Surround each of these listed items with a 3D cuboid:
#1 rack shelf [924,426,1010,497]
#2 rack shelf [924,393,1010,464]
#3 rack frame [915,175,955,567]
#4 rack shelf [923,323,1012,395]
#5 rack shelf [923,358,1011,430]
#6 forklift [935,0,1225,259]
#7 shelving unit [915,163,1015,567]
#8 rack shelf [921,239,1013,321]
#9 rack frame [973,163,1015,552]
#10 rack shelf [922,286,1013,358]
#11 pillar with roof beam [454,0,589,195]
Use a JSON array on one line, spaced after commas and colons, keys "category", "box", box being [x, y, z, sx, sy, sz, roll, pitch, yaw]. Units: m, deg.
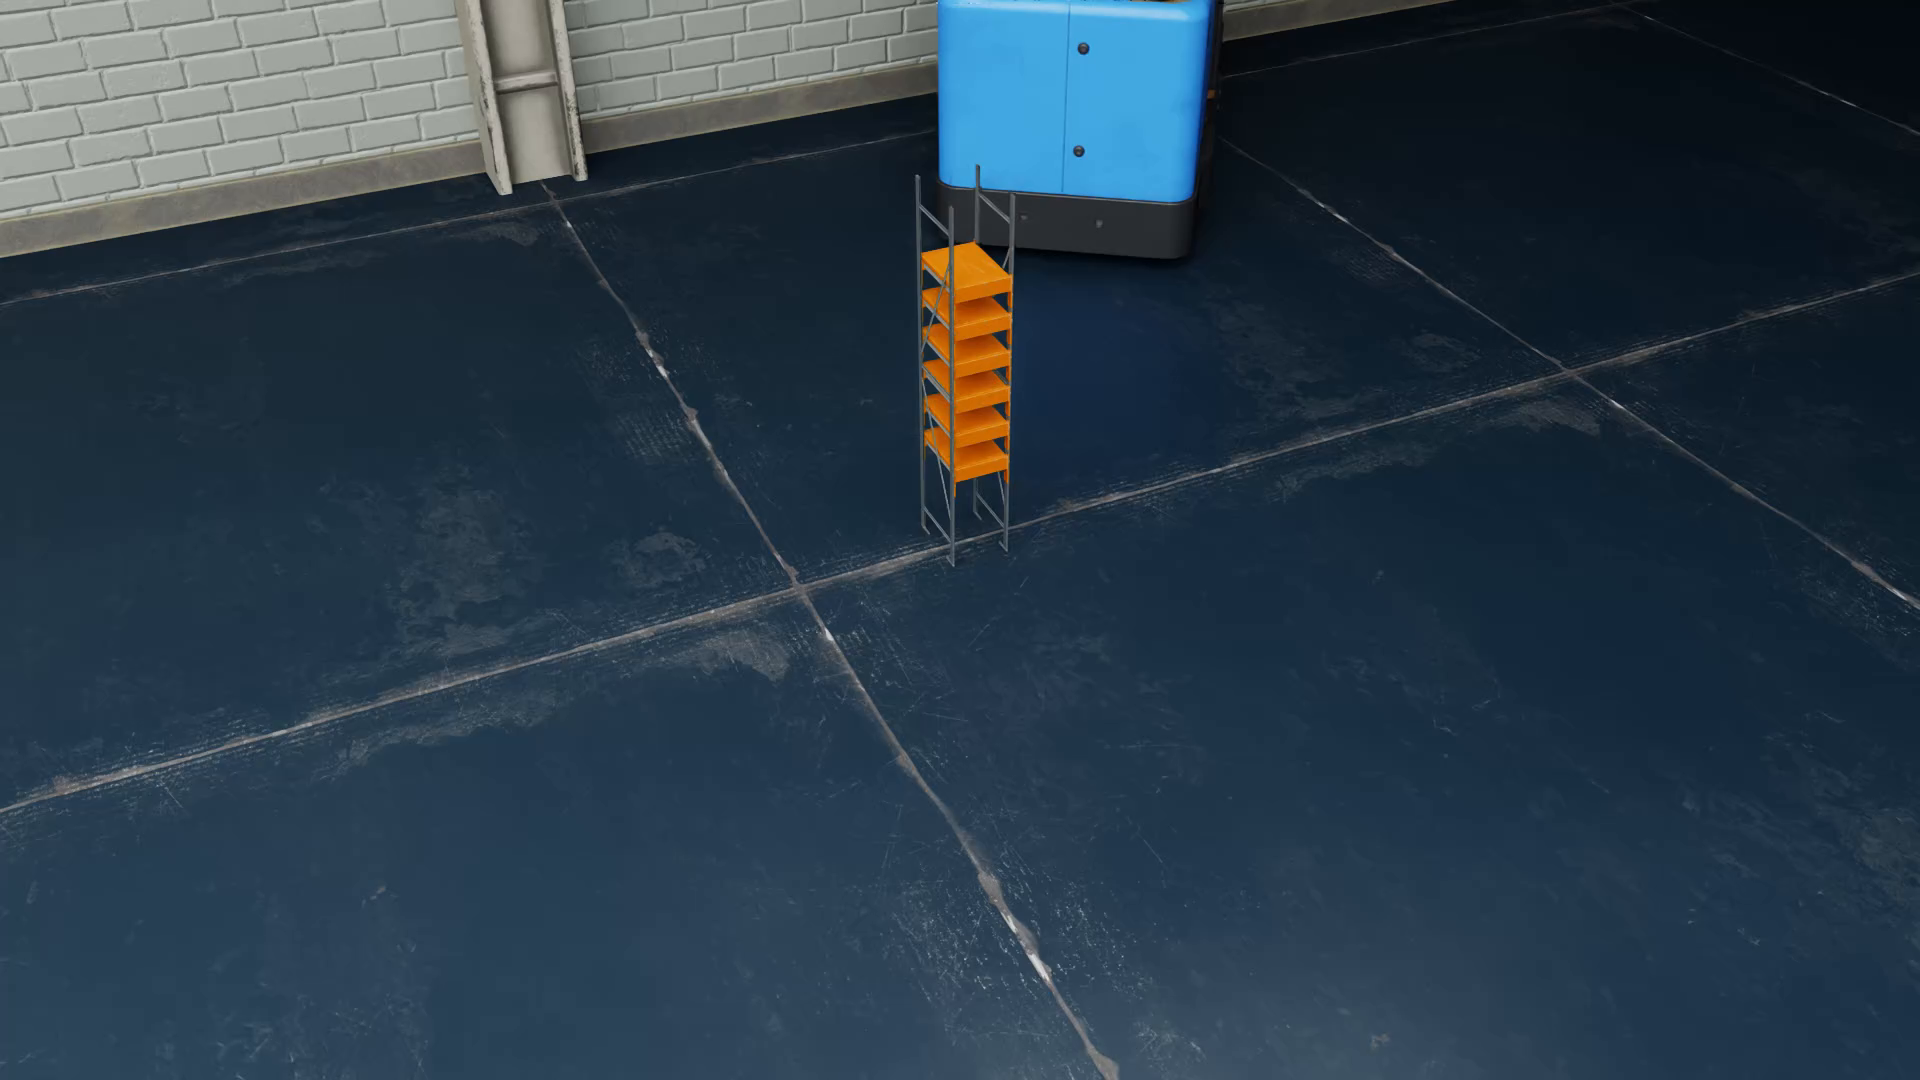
[{"category": "rack shelf", "box": [0.013, -0.257, 5.067, 0.180, 0.103, 0.258, -16, 39, -20]}, {"category": "rack shelf", "box": [0.013, -0.354, 4.995, 0.180, 0.103, 0.258, -16, 39, -20]}, {"category": "rack frame", "box": [-0.070, -0.462, 4.866, 0.006, 1.200, 0.240, -16, 39, -20]}, {"category": "rack shelf", "box": [0.013, -0.546, 4.852, 0.180, 0.103, 0.258, -16, 39, -20]}, {"category": "rack shelf", "box": [0.013, -0.450, 4.924, 0.180, 0.103, 0.258, -16, 39, -20]}, {"category": "forklift", "box": [0.661, -3.172, 7.067, 1.130, 2.935, 3.031, 6, 37, 8]}, {"category": "shelving unit", "box": [0.013, -0.486, 4.898, 0.189, 1.200, 0.258, -16, 39, -20]}, {"category": "rack shelf", "box": [0.013, -0.739, 4.710, 0.180, 0.103, 0.258, -16, 39, -20]}, {"category": "rack frame", "box": [0.096, -0.509, 4.929, 0.006, 1.200, 0.240, -16, 39, -20]}, {"category": "rack shelf", "box": [0.013, -0.643, 4.781, 0.180, 0.103, 0.258, -16, 39, -20]}, {"category": "pillar with roof beam", "box": [-0.071, -2.936, 1.654, 0.400, 9.000, 9.100, -16, 39, -20]}]
